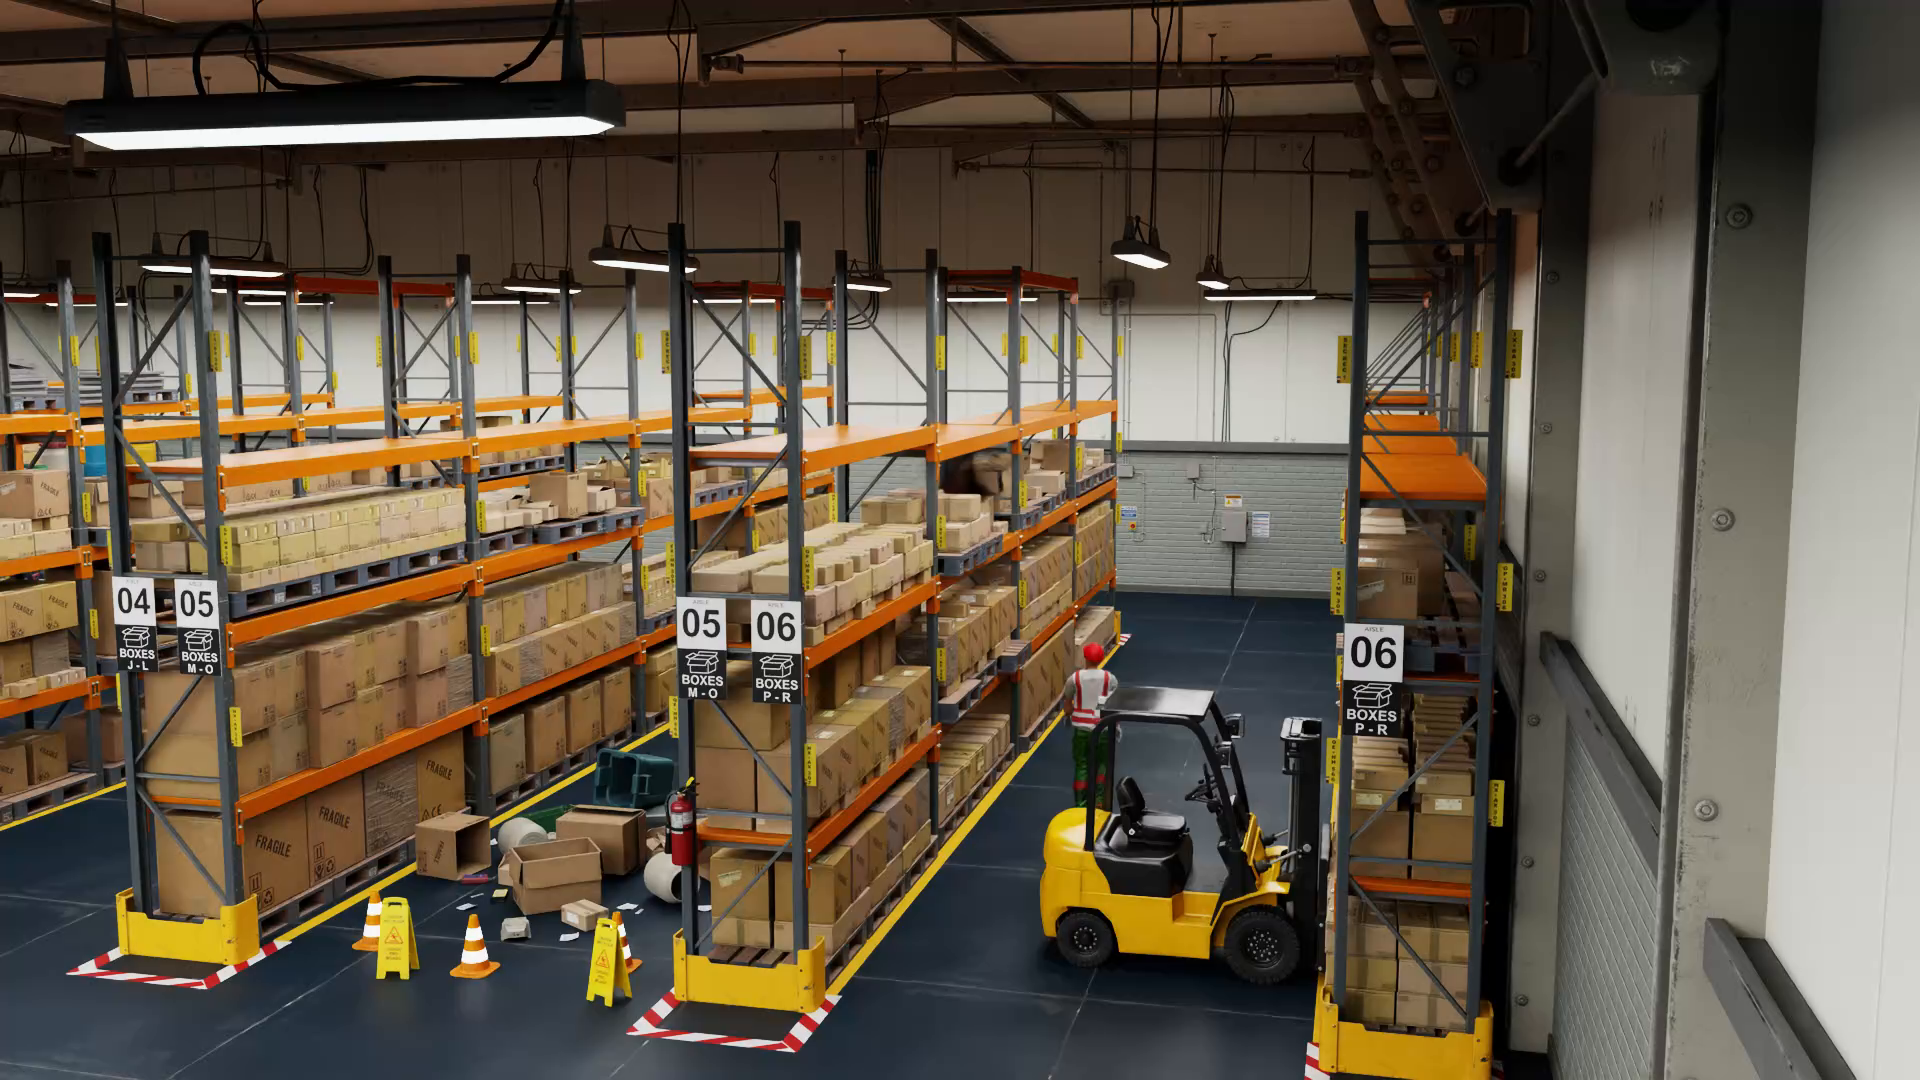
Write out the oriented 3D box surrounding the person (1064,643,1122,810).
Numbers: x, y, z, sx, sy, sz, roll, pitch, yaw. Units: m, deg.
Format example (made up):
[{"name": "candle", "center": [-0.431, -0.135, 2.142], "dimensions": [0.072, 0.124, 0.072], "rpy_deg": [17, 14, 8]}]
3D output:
[{"name": "person", "center": [1.352, 1.963, 17.068], "dimensions": [0.626, 1.859, 0.537], "rpy_deg": [2, 7, 13]}]
